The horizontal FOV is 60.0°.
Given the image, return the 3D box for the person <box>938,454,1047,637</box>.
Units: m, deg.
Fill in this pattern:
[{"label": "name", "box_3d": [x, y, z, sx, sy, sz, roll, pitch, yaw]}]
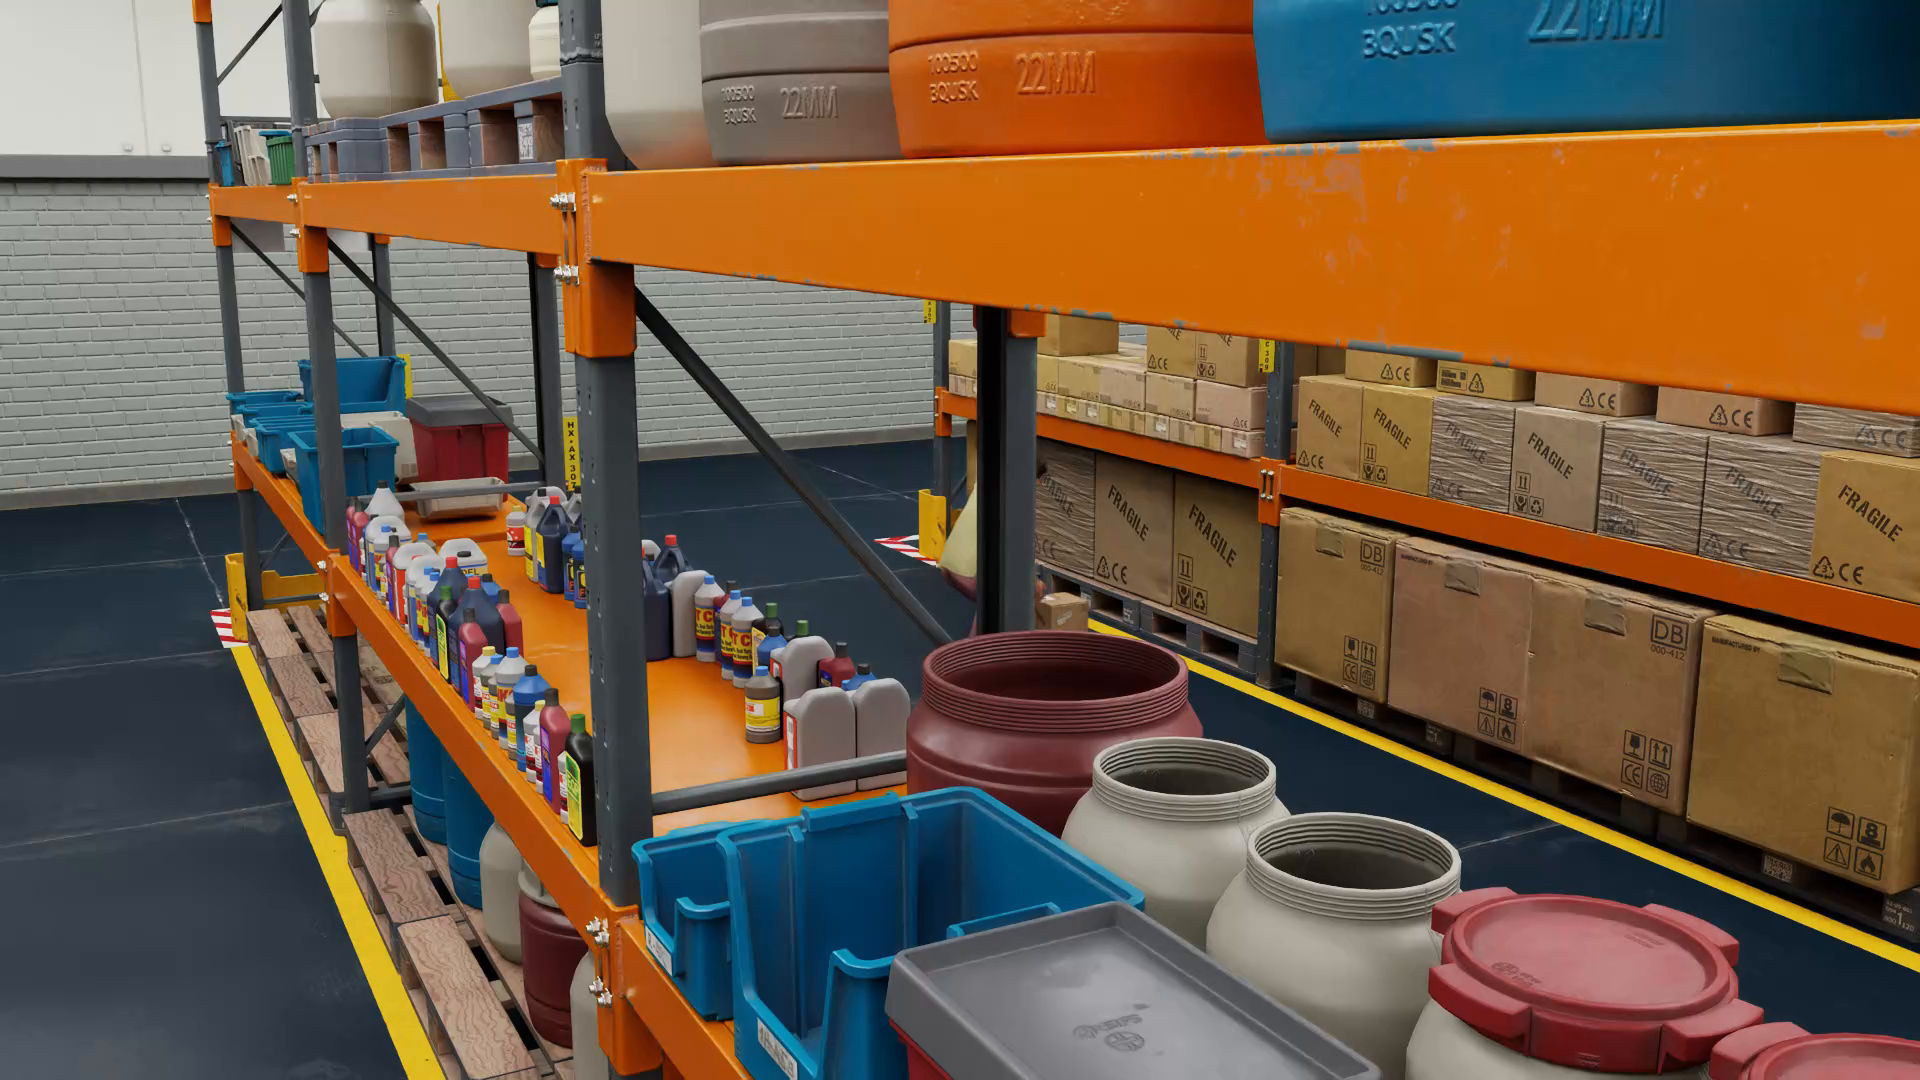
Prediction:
[{"label": "person", "box_3d": [0.194, 0.168, 9.496, 0.666, 1.335, 0.511, -6, 13, -28]}]
